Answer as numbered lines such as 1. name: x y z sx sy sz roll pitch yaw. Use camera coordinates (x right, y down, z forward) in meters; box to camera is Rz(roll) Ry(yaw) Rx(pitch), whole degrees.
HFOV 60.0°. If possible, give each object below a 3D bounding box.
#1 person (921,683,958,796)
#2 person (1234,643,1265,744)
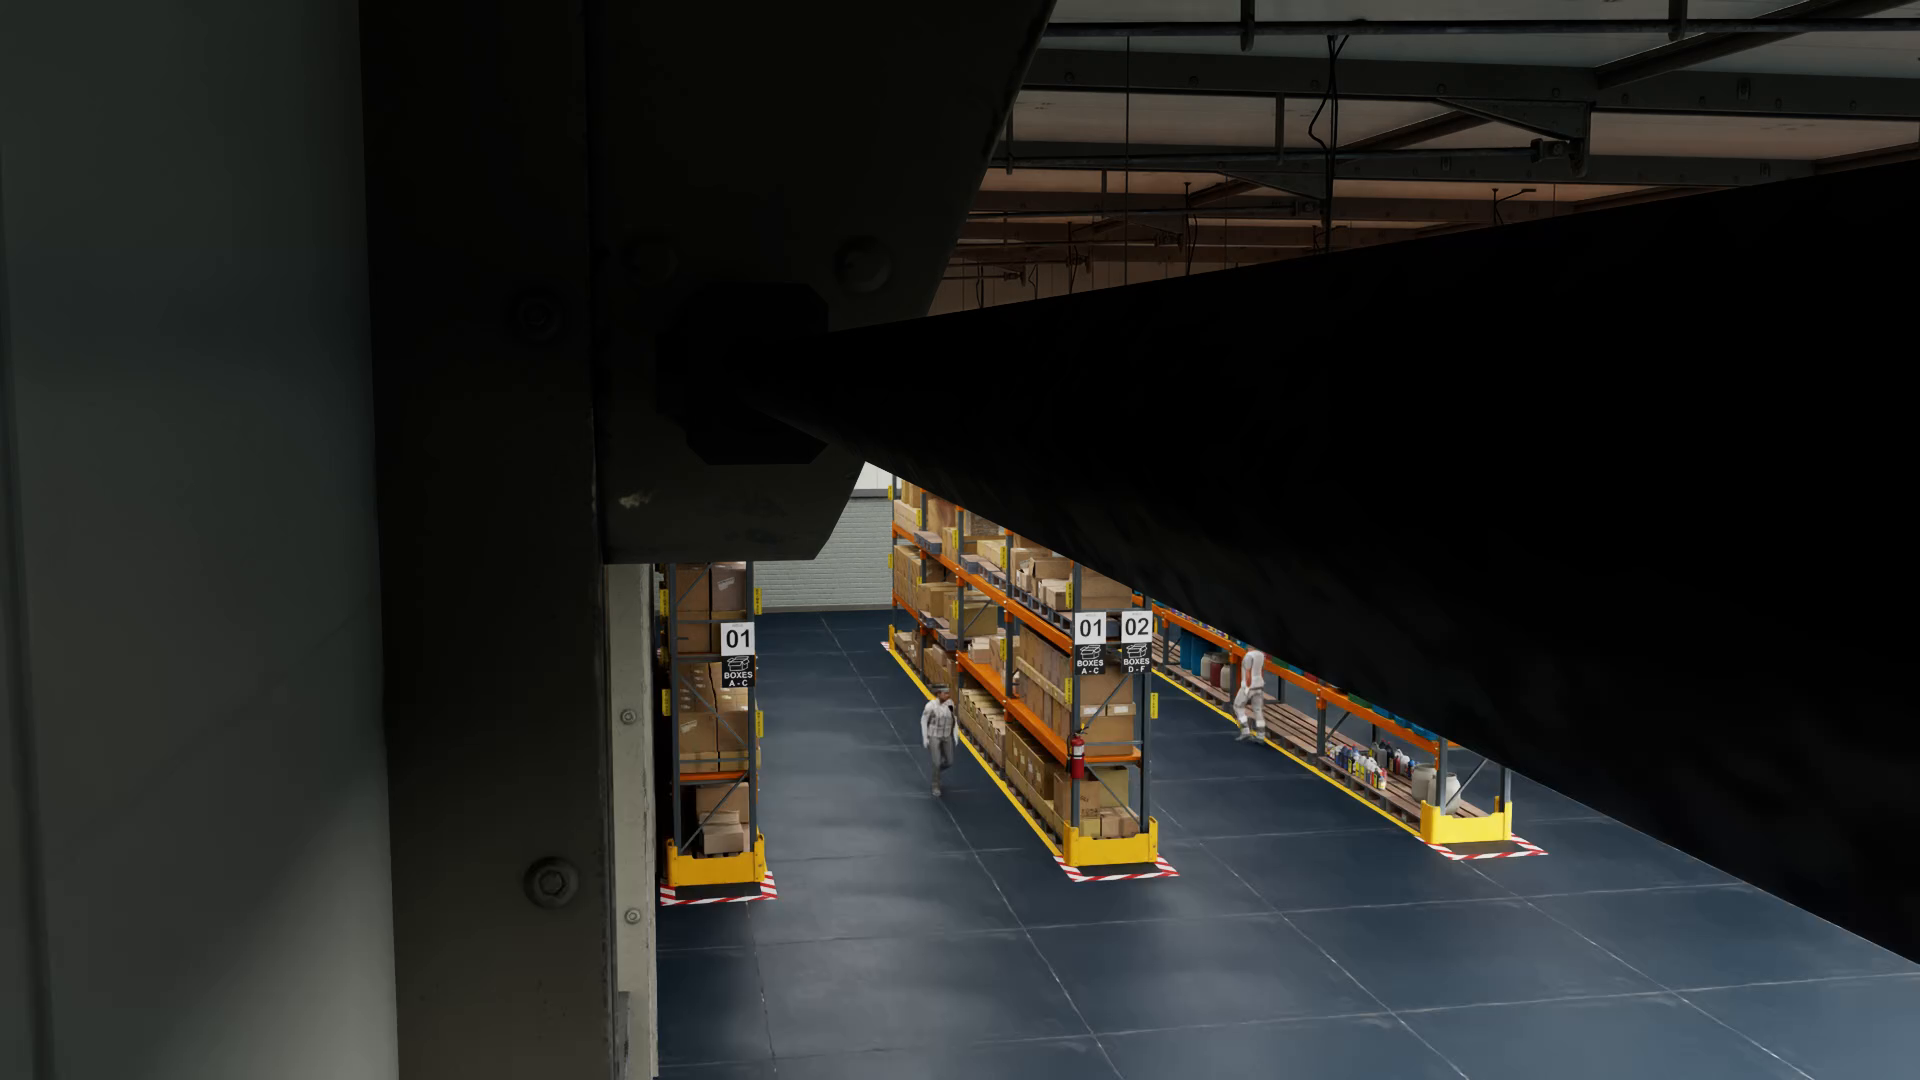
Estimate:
1. person: -0.332 2.884 24.422 0.551 1.658 0.551 -3 7 -28
2. person: 4.855 2.464 27.542 0.562 1.784 0.538 -4 7 -34
